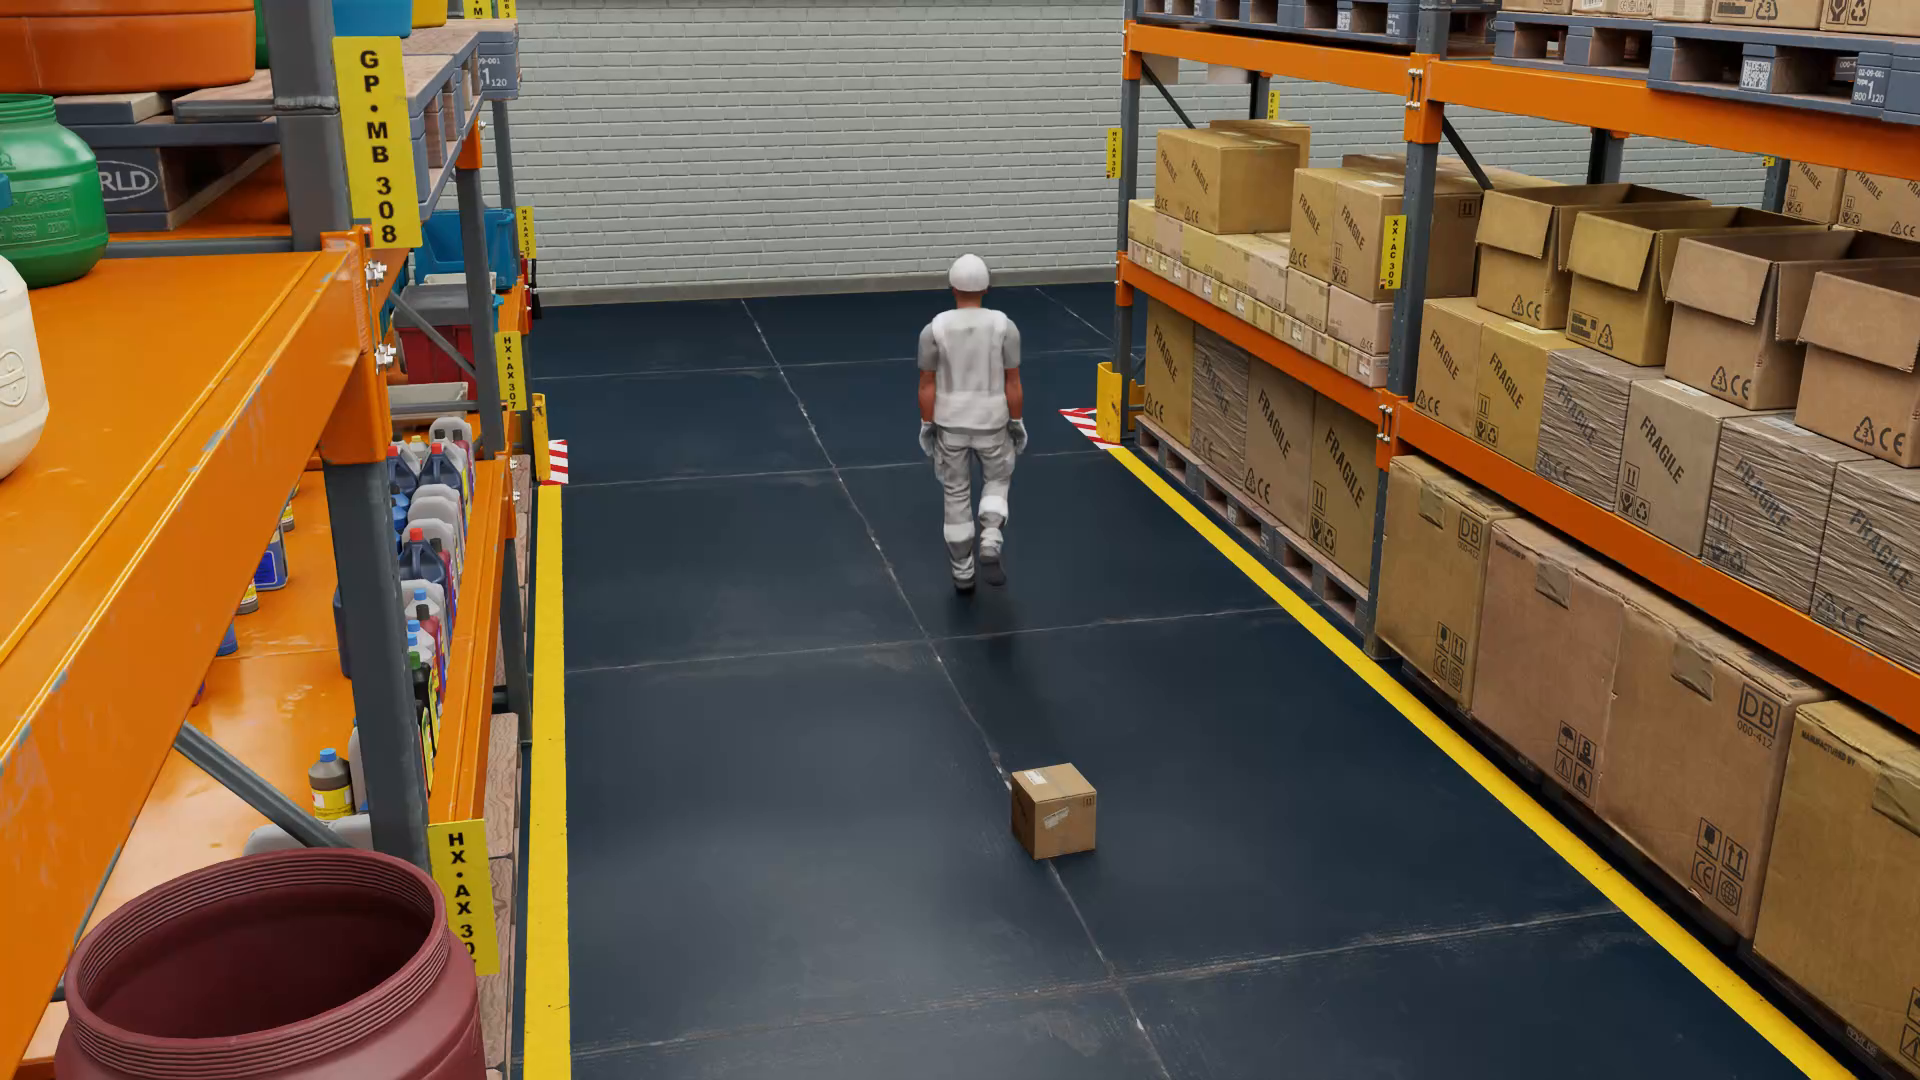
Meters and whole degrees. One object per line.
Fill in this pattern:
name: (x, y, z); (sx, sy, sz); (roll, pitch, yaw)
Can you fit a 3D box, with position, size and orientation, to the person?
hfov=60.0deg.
person: (0.067, -0.593, 8.619); (0.568, 1.780, 0.505); (0, 19, -1)
